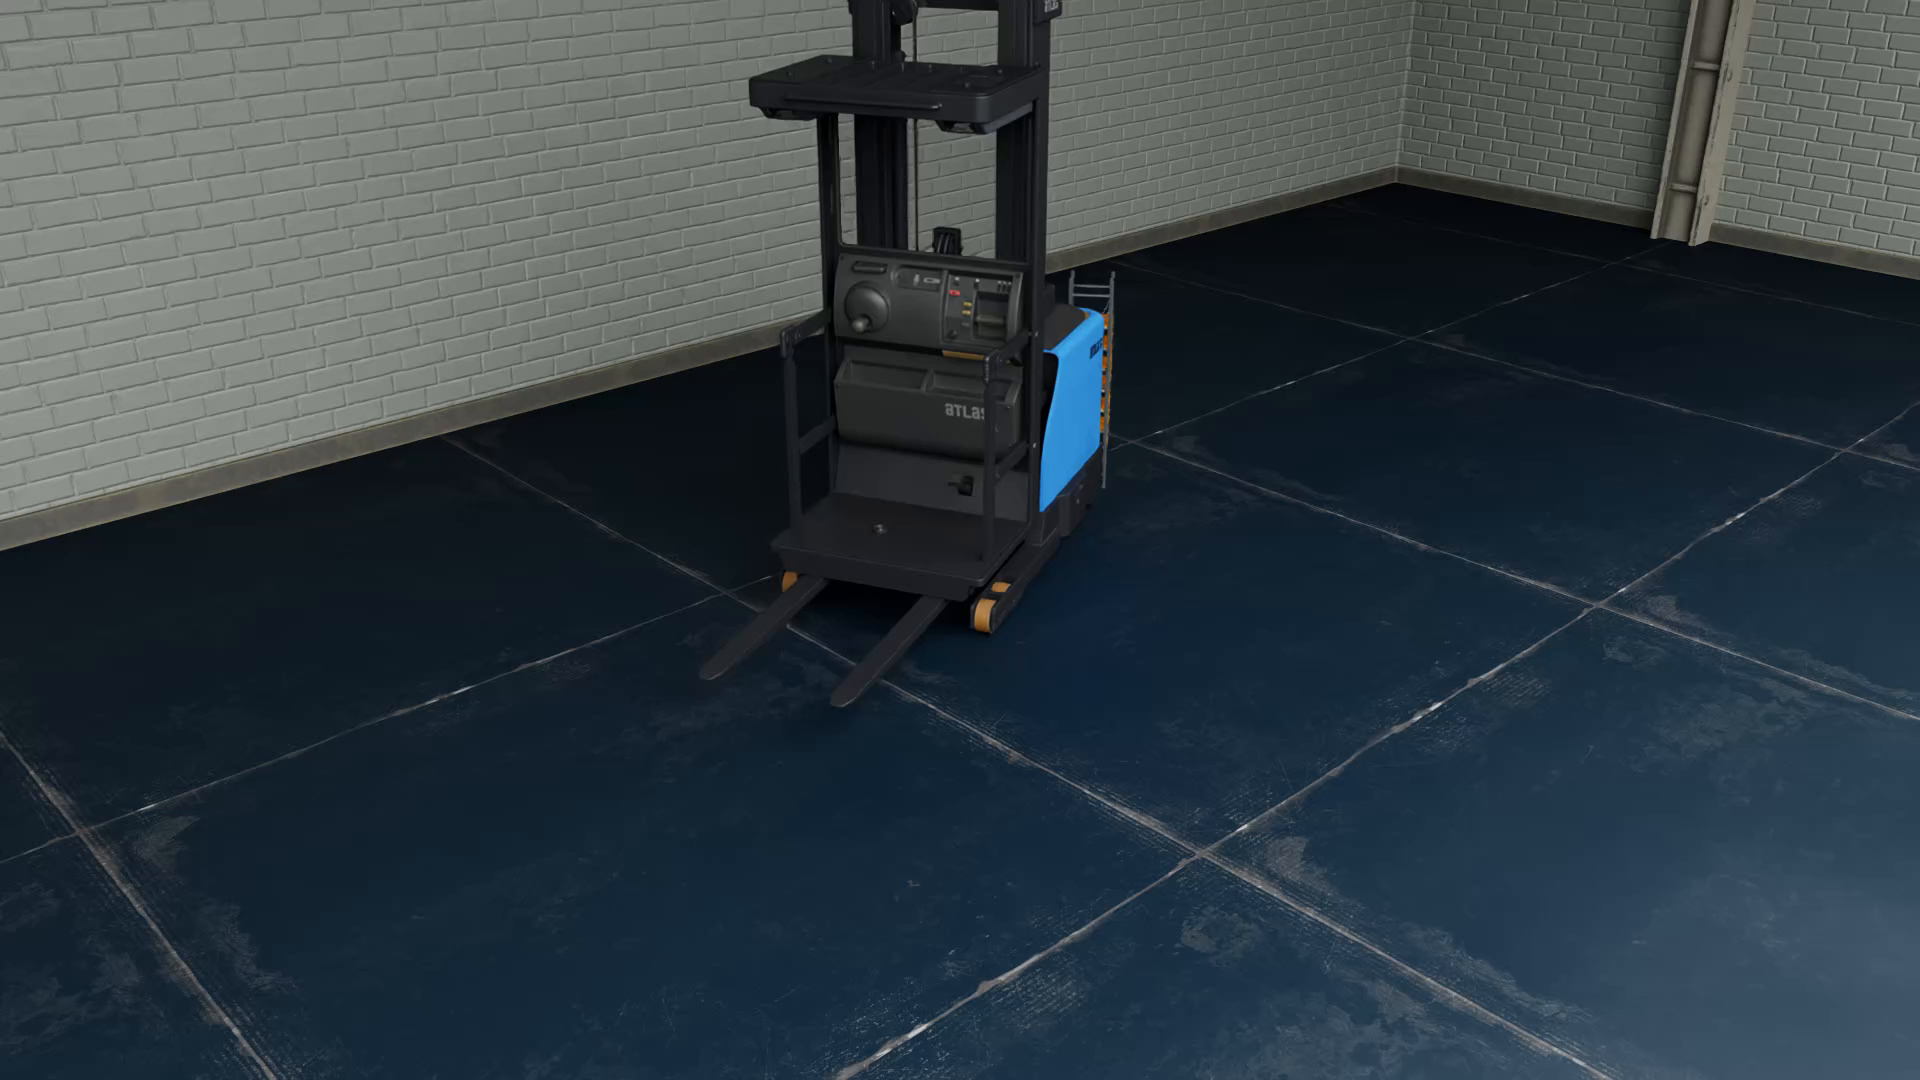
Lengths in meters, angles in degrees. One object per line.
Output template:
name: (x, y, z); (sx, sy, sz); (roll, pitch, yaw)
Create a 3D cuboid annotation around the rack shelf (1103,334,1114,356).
rack shelf: (0.715, -1.062, 9.160); (0.258, 0.103, 0.180); (3, 25, 6)

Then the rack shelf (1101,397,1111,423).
rack shelf: (0.713, -0.734, 9.309); (0.258, 0.103, 0.180); (3, 25, 6)

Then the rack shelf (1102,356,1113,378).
rack shelf: (0.714, -0.953, 9.209); (0.258, 0.103, 0.180); (3, 25, 6)

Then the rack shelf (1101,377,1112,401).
rack shelf: (0.714, -0.844, 9.259); (0.258, 0.103, 0.180); (3, 25, 6)

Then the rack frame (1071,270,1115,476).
rack frame: (0.724, -0.922, 9.323); (0.240, 1.200, 0.006); (3, 25, 6)

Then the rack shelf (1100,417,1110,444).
rack shelf: (0.712, -0.625, 9.358); (0.258, 0.103, 0.180); (3, 25, 6)

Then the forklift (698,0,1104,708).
forklift: (-0.231, -1.090, 7.608); (1.130, 2.935, 3.031); (9, 26, 19)

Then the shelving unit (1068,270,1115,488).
shelving unit: (0.714, -0.884, 9.241); (0.258, 1.200, 0.189); (3, 25, 6)

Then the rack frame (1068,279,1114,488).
rack frame: (0.703, -0.847, 9.158); (0.240, 1.200, 0.006); (3, 25, 6)

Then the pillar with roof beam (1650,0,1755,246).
pillar with roof beam: (3.137, -5.501, 9.967); (9.100, 9.000, 0.400); (-21, 32, -38)

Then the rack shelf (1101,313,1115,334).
rack shelf: (0.715, -1.171, 9.110); (0.258, 0.103, 0.180); (3, 25, 6)
